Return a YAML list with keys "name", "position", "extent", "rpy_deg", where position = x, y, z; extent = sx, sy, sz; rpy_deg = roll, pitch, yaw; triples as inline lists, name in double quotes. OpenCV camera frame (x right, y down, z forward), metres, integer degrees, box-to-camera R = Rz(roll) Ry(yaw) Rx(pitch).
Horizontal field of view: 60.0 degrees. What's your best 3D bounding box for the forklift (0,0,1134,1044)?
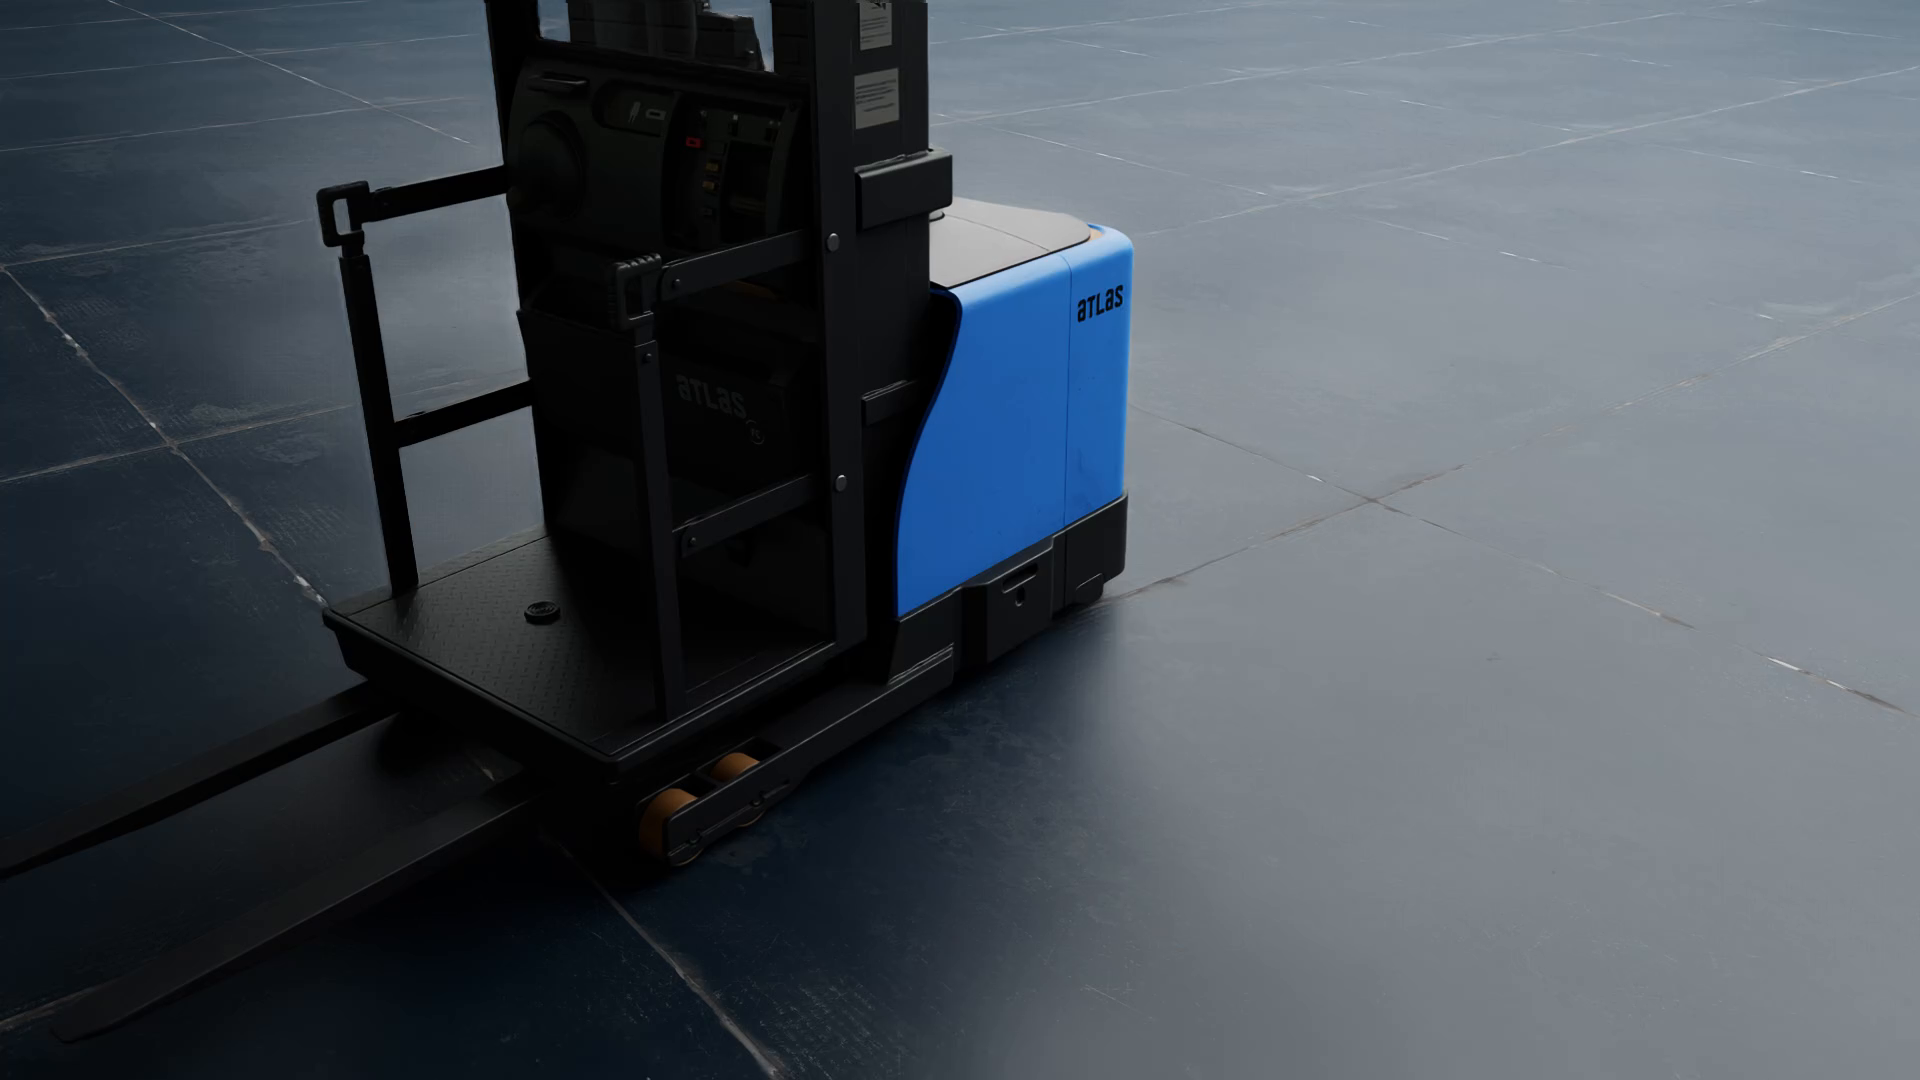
- name: "forklift"
  position: [-0.836, -0.844, 3.588]
  extent: [1.130, 2.935, 3.031]
  rpy_deg: [19, 31, 35]
